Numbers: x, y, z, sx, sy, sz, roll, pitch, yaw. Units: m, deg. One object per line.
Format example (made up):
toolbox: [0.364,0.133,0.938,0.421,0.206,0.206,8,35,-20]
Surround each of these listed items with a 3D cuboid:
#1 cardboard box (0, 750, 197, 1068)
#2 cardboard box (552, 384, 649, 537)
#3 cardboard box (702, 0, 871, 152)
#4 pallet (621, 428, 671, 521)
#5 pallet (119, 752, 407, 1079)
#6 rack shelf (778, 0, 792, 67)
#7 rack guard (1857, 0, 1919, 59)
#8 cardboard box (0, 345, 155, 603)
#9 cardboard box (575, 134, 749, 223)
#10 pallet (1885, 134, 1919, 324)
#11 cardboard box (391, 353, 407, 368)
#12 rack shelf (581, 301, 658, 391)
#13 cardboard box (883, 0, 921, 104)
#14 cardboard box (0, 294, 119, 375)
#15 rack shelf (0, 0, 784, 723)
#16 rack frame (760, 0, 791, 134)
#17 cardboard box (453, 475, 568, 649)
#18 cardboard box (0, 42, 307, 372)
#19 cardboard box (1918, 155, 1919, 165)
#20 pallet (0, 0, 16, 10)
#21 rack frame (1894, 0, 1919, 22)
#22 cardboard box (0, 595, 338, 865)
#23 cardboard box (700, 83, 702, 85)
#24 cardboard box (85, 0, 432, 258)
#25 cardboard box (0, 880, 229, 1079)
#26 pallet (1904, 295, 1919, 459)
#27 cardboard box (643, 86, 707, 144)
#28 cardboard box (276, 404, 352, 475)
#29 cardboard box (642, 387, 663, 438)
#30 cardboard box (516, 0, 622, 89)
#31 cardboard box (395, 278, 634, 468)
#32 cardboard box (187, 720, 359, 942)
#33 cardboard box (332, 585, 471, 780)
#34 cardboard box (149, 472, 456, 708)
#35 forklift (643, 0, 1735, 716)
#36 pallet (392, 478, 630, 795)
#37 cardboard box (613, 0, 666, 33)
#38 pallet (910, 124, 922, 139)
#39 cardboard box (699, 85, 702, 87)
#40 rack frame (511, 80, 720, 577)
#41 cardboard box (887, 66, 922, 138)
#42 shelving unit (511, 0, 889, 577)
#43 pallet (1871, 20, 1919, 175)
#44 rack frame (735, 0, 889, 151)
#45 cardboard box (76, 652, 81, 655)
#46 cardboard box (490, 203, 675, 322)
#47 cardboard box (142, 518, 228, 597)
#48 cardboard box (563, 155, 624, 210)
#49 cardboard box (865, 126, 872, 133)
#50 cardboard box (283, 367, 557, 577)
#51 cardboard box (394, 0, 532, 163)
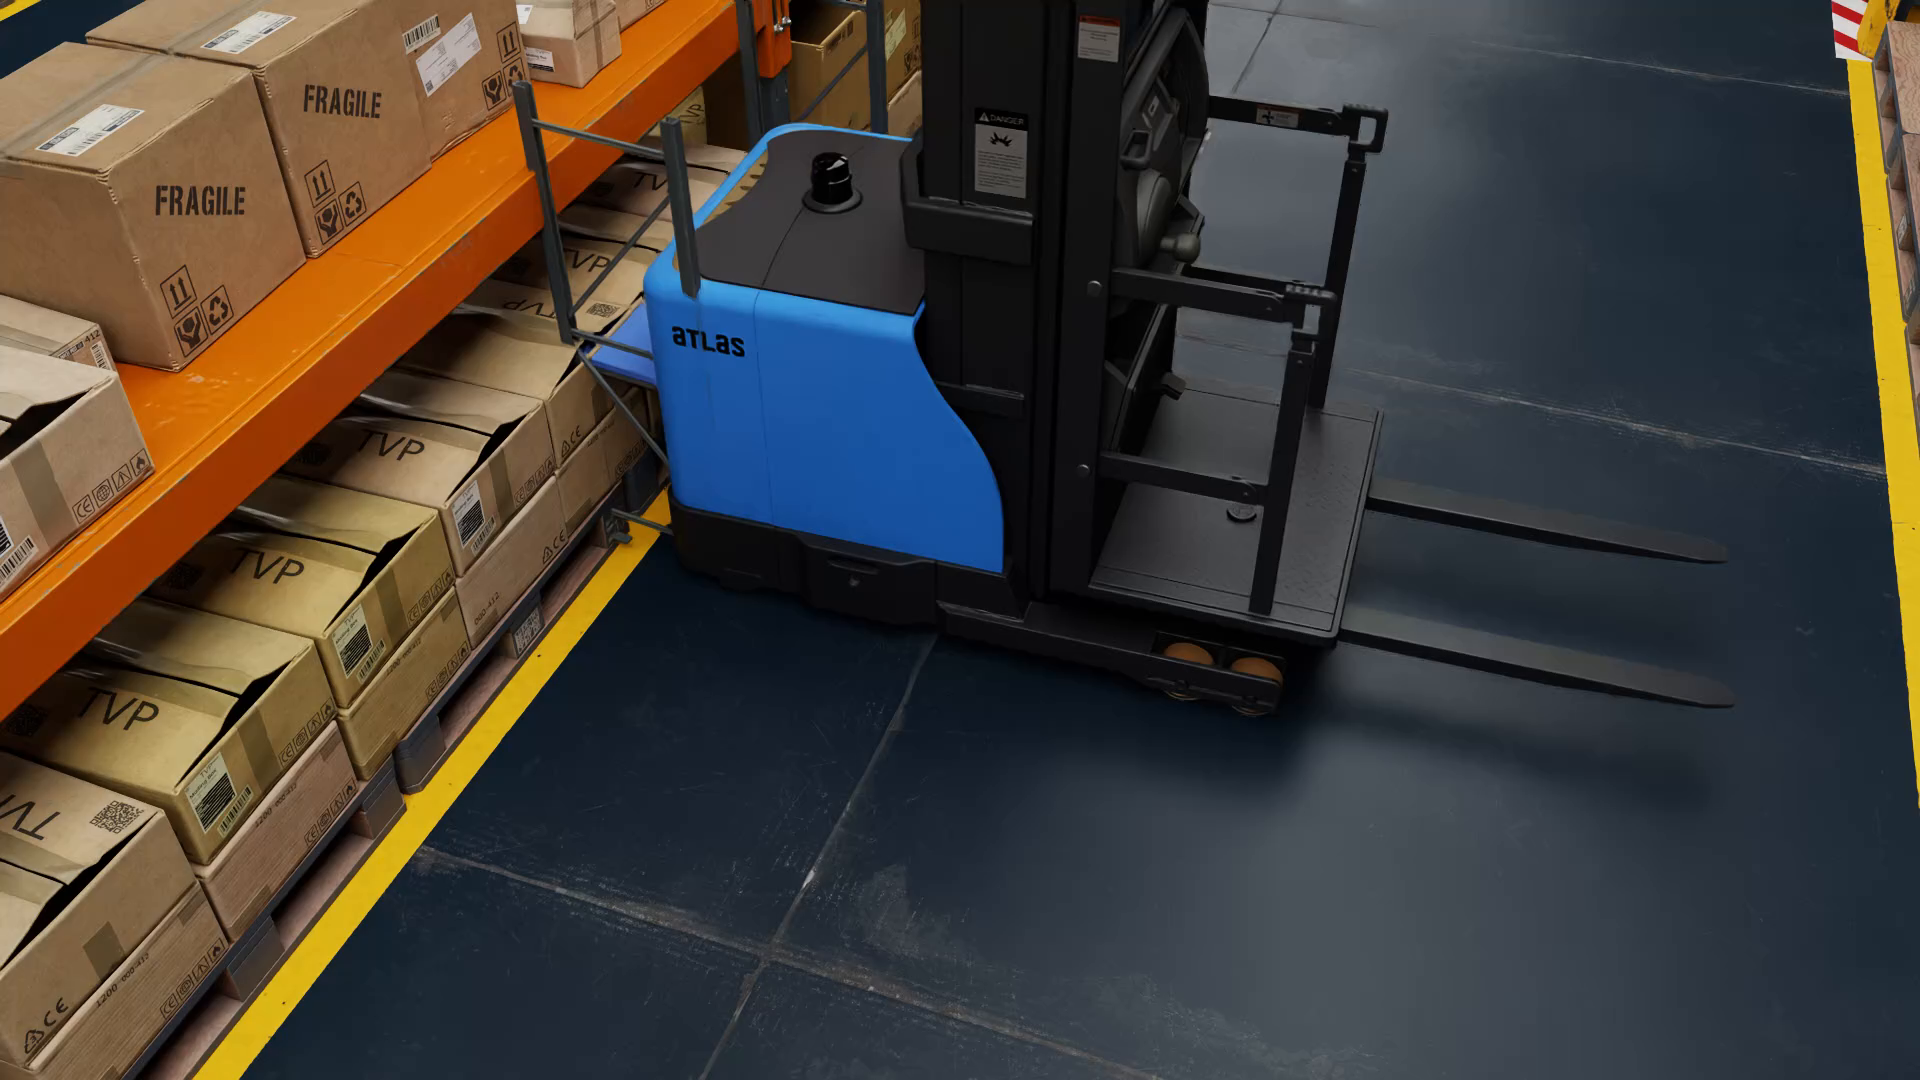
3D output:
cardboard box: [-1.996,0.726,3.451,0.500,0.311,0.500,15,43,17]
cardboard box: [-1.302,-0.309,5.095,0.500,0.250,0.500,14,42,16]
cardboard box: [-0.631,-1.745,6.201,0.500,0.500,0.500,13,42,15]
pallet: [-1.299,-0.613,5.806,1.003,0.211,1.213,13,42,15]
pallet: [-2.133,0.875,4.062,1.003,0.211,1.213,13,42,15]
rack shelf: [-0.400,-3.078,7.101,1.077,0.370,4.000,13,42,15]
rack guard: [4.915,-2.478,7.769,1.175,0.500,0.348,13,42,15]
cardboard box: [-1.964,-0.161,3.197,0.500,0.311,0.500,13,42,15]
cardboard box: [-0.953,-1.149,5.648,0.500,0.311,0.500,13,42,15]
pallet: [4.185,-1.138,6.422,1.003,0.211,1.213,13,42,15]
cardboard box: [-1.811,-0.643,5.055,0.500,0.311,0.500,12,42,14]
rack shelf: [-0.676,-0.684,5.107,0.538,0.185,1.000,18,44,21]
cardboard box: [-0.467,-2.051,6.561,0.500,0.500,0.500,13,42,15]
cardboard box: [-2.068,-0.387,3.587,0.380,0.149,0.250,16,43,18]
rack shelf: [-1.767,-0.639,4.242,1.077,0.370,4.000,13,42,15]
rack frame: [-1.084,-2.132,5.438,1.000,3.000,0.127,13,42,15]
cardboard box: [-1.477,0.002,4.732,0.500,0.250,0.500,14,42,16]
cardboard box: [-1.893,-0.758,3.750,0.500,0.500,0.500,11,42,13]
cardboard box: [4.127,-1.505,6.290,0.700,0.500,0.500,11,42,12]
pallet: [-5.468,-2.574,8.104,1.003,0.211,1.213,13,42,15]
rack frame: [4.941,-3.475,7.012,1.000,3.000,0.127,13,42,15]
cardboard box: [-1.825,0.404,3.829,0.500,0.311,0.500,12,42,14]
cardboard box: [-0.948,-2.165,6.694,0.500,0.500,0.500,13,42,15]
cardboard box: [-1.713,-1.079,4.126,0.500,0.500,0.500,13,42,15]
cardboard box: [-1.996,0.939,3.633,0.500,0.250,0.500,13,42,15]
pallet: [3.769,-0.392,5.547,1.003,0.211,1.213,13,42,15]
cardboard box: [-1.130,-1.577,6.583,0.500,0.250,0.500,13,42,15]
cardboard box: [-1.983,-0.325,4.682,0.500,0.311,0.500,14,43,16]
cardboard box: [-1.128,-0.621,5.461,0.500,0.250,0.500,13,42,14]
cardboard box: [-1.212,-1.504,4.805,0.396,0.266,0.258,12,42,14]
cardboard box: [-1.298,-0.526,4.919,0.500,0.311,0.500,13,42,15]
cardboard box: [-1.825,0.633,3.992,0.500,0.250,0.500,12,42,14]
cardboard box: [-1.653,0.314,4.366,0.500,0.250,0.500,12,42,14]
cardboard box: [-1.648,0.093,4.193,0.500,0.311,0.500,12,42,14]
forklift: [0.705,-1.011,4.176,3.031,2.935,1.130,12,42,13]
pallet: [-1.714,0.133,4.931,1.003,0.211,1.213,13,42,15]
cardboard box: [-1.211,-1.765,5.124,0.500,0.250,0.500,16,43,18]
pallet: [-0.772,-1.547,6.901,1.003,0.211,1.213,13,42,15]
cardboard box: [-0.950,-1.880,6.938,0.500,0.250,0.500,13,42,15]
rack frame: [-0.910,-0.526,4.647,0.500,1.500,0.032,18,44,21]
cardboard box: [-0.464,-1.765,6.803,0.500,0.250,0.500,13,42,15]
shelving unit: [-0.678,-0.821,4.990,0.538,1.500,1.048,18,44,21]
pallet: [4.604,-1.880,7.291,1.003,0.211,1.213,13,42,15]
rack frame: [-0.446,-1.115,5.334,0.500,1.500,0.032,18,44,21]
cardboard box: [-2.332,0.288,3.965,0.500,0.311,0.500,13,42,14]
cardboard box: [-1.125,-0.830,5.275,0.500,0.311,0.500,14,43,16]
cardboard box: [-2.157,-0.020,4.325,0.500,0.311,0.500,13,42,15]
cardboard box: [-1.459,-1.263,5.782,0.500,0.311,0.500,13,42,15]
cardboard box: [-0.640,-1.462,6.447,0.500,0.250,0.500,13,42,15]
cardboard box: [-1.473,-0.220,4.560,0.500,0.311,0.500,13,42,15]
cardboard box: [-1.542,-1.384,4.484,0.500,0.500,0.500,16,43,18]
